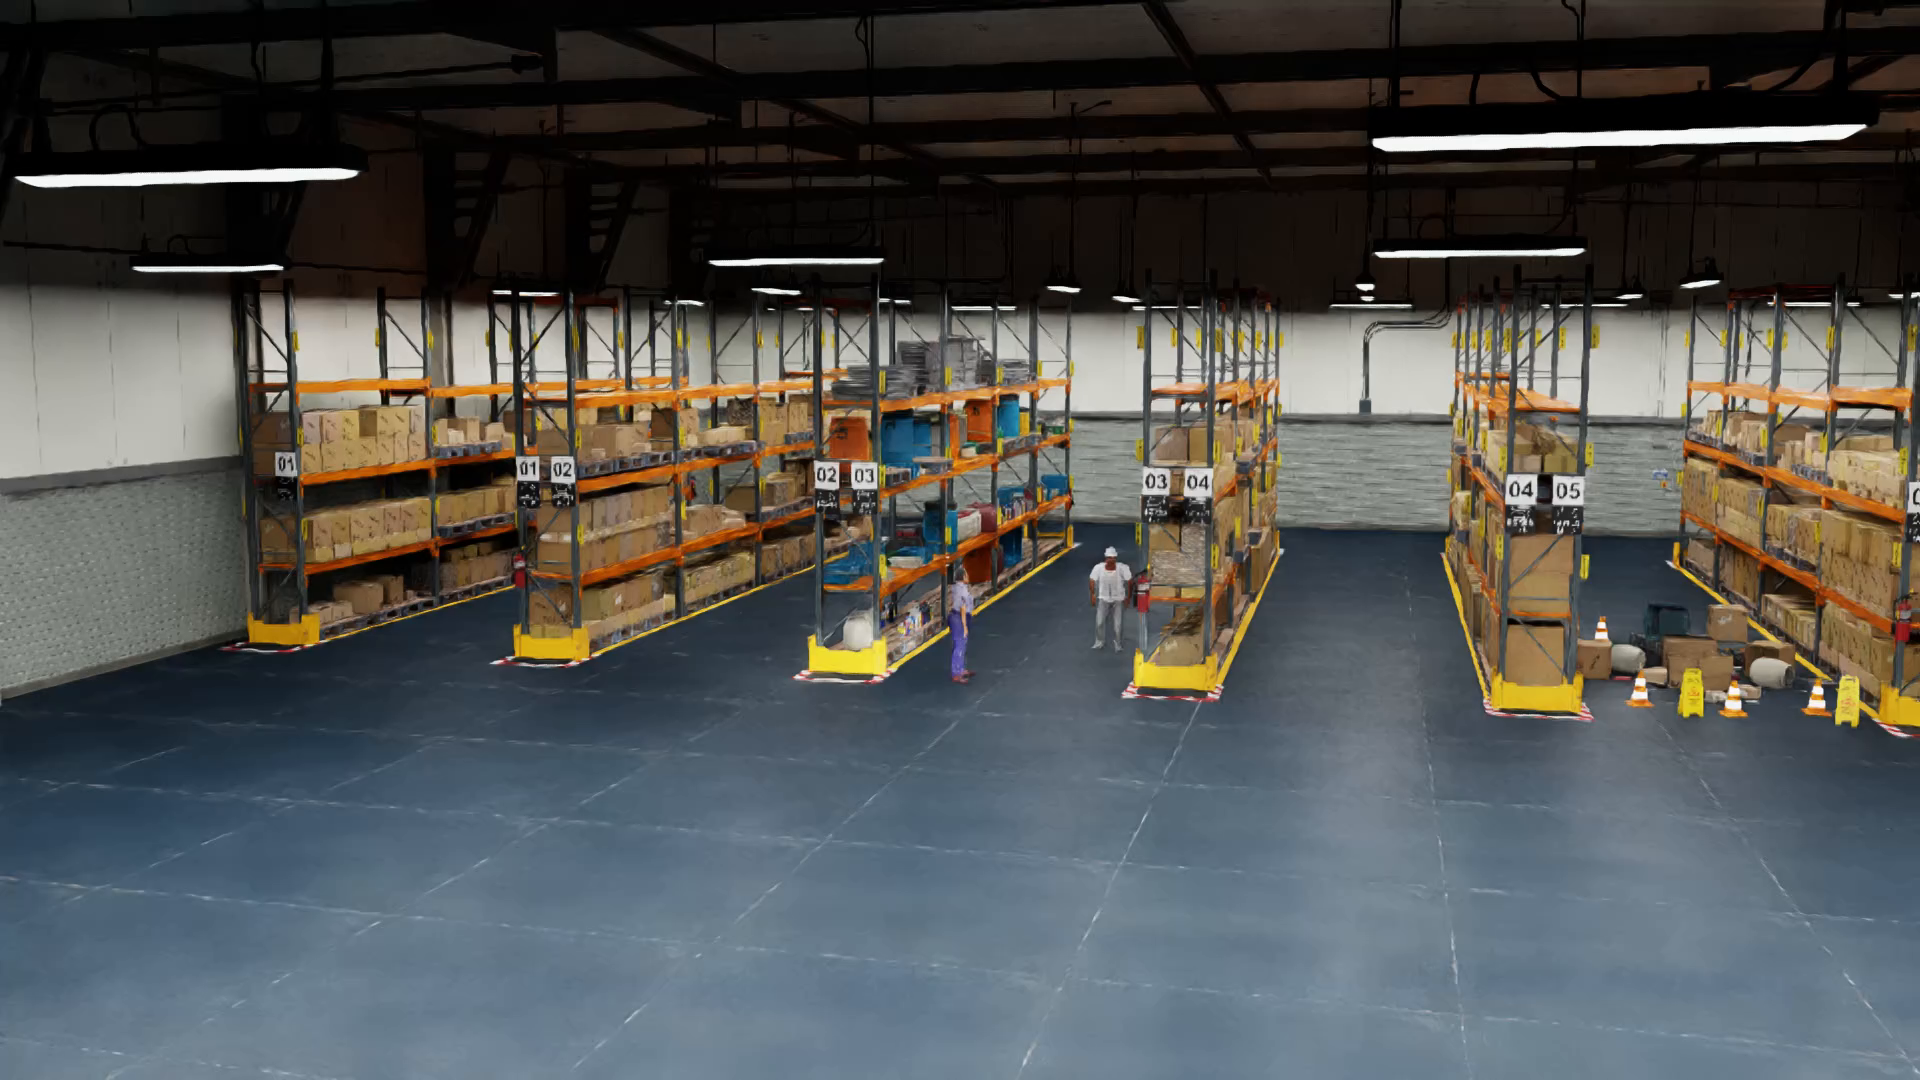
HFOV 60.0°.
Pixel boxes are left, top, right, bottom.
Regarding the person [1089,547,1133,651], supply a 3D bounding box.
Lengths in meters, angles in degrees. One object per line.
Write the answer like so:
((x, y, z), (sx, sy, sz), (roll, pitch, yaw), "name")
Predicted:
((2.425, 0.951, 26.814), (0.719, 1.714, 0.578), (2, 7, 12), "person")

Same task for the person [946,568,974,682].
((0.041, 1.232, 24.585), (0.445, 1.657, 0.580), (-2, 7, -13), "person")
